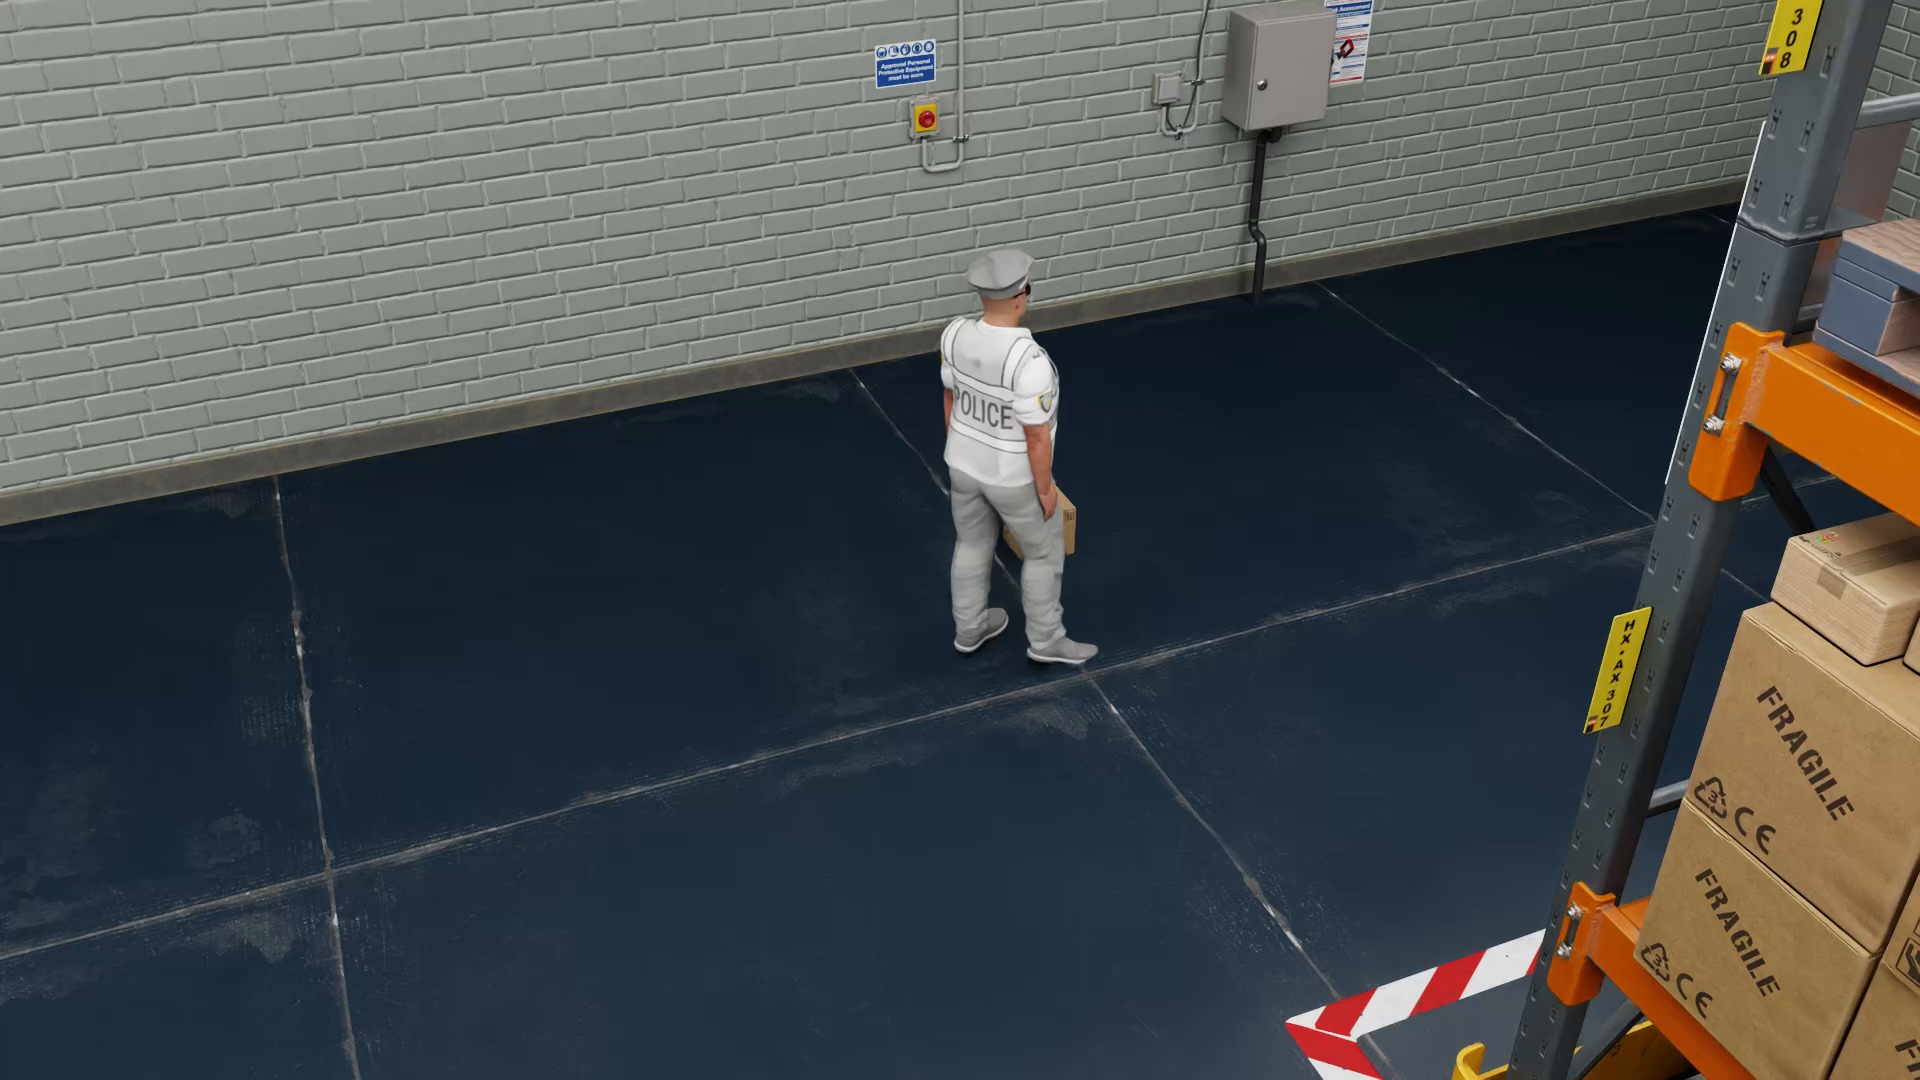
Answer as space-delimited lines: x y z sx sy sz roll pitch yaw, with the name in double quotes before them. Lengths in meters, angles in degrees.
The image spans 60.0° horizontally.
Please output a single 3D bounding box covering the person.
"person" 0.221 -0.274 6.577 0.650 1.805 0.433 23 40 31
